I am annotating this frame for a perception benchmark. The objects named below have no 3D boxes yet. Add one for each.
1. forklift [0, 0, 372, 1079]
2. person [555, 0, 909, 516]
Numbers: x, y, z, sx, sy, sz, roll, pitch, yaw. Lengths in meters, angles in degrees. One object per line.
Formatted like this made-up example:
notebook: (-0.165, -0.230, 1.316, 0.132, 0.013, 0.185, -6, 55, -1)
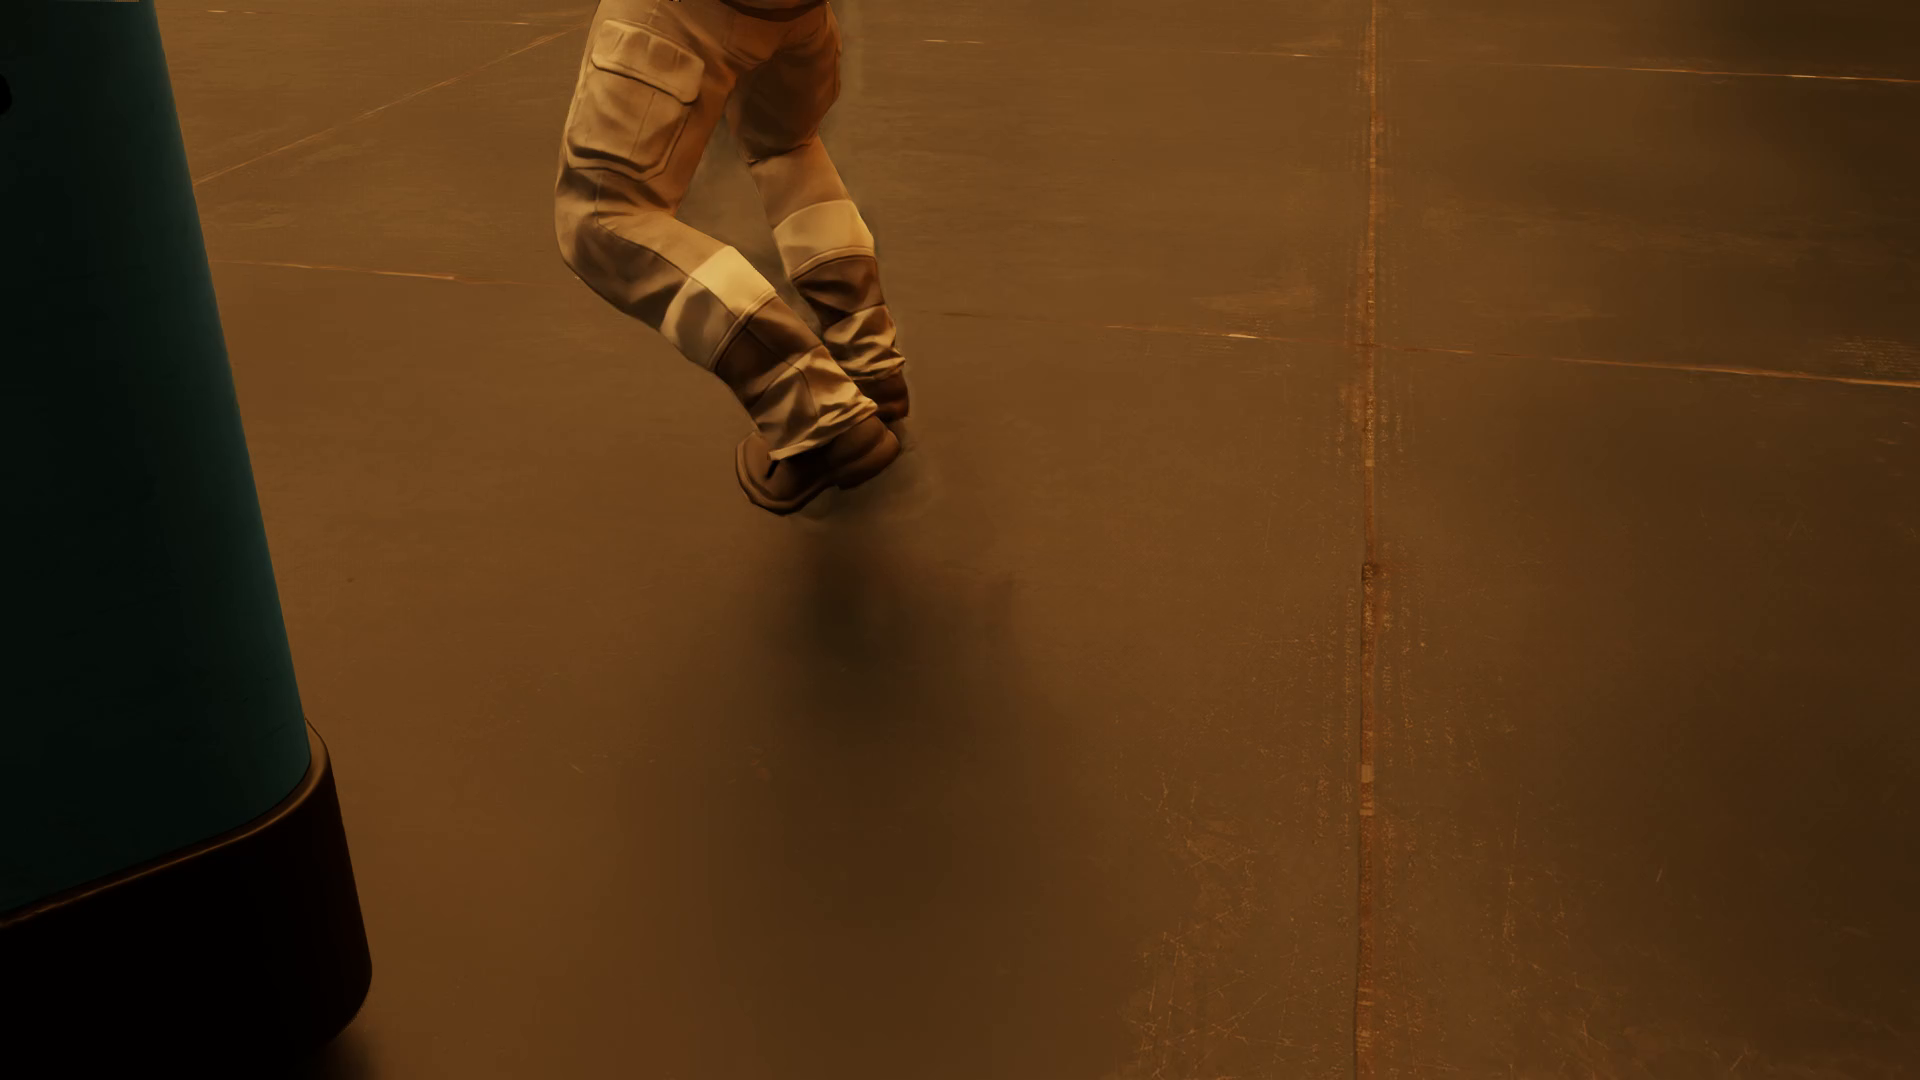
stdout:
forklift: (-2.013, -0.585, 0.405, 3.031, 2.935, 1.130, -19, 33, -33)
person: (-0.206, -0.921, 2.553, 0.741, 1.555, 1.101, 11, 29, 21)
